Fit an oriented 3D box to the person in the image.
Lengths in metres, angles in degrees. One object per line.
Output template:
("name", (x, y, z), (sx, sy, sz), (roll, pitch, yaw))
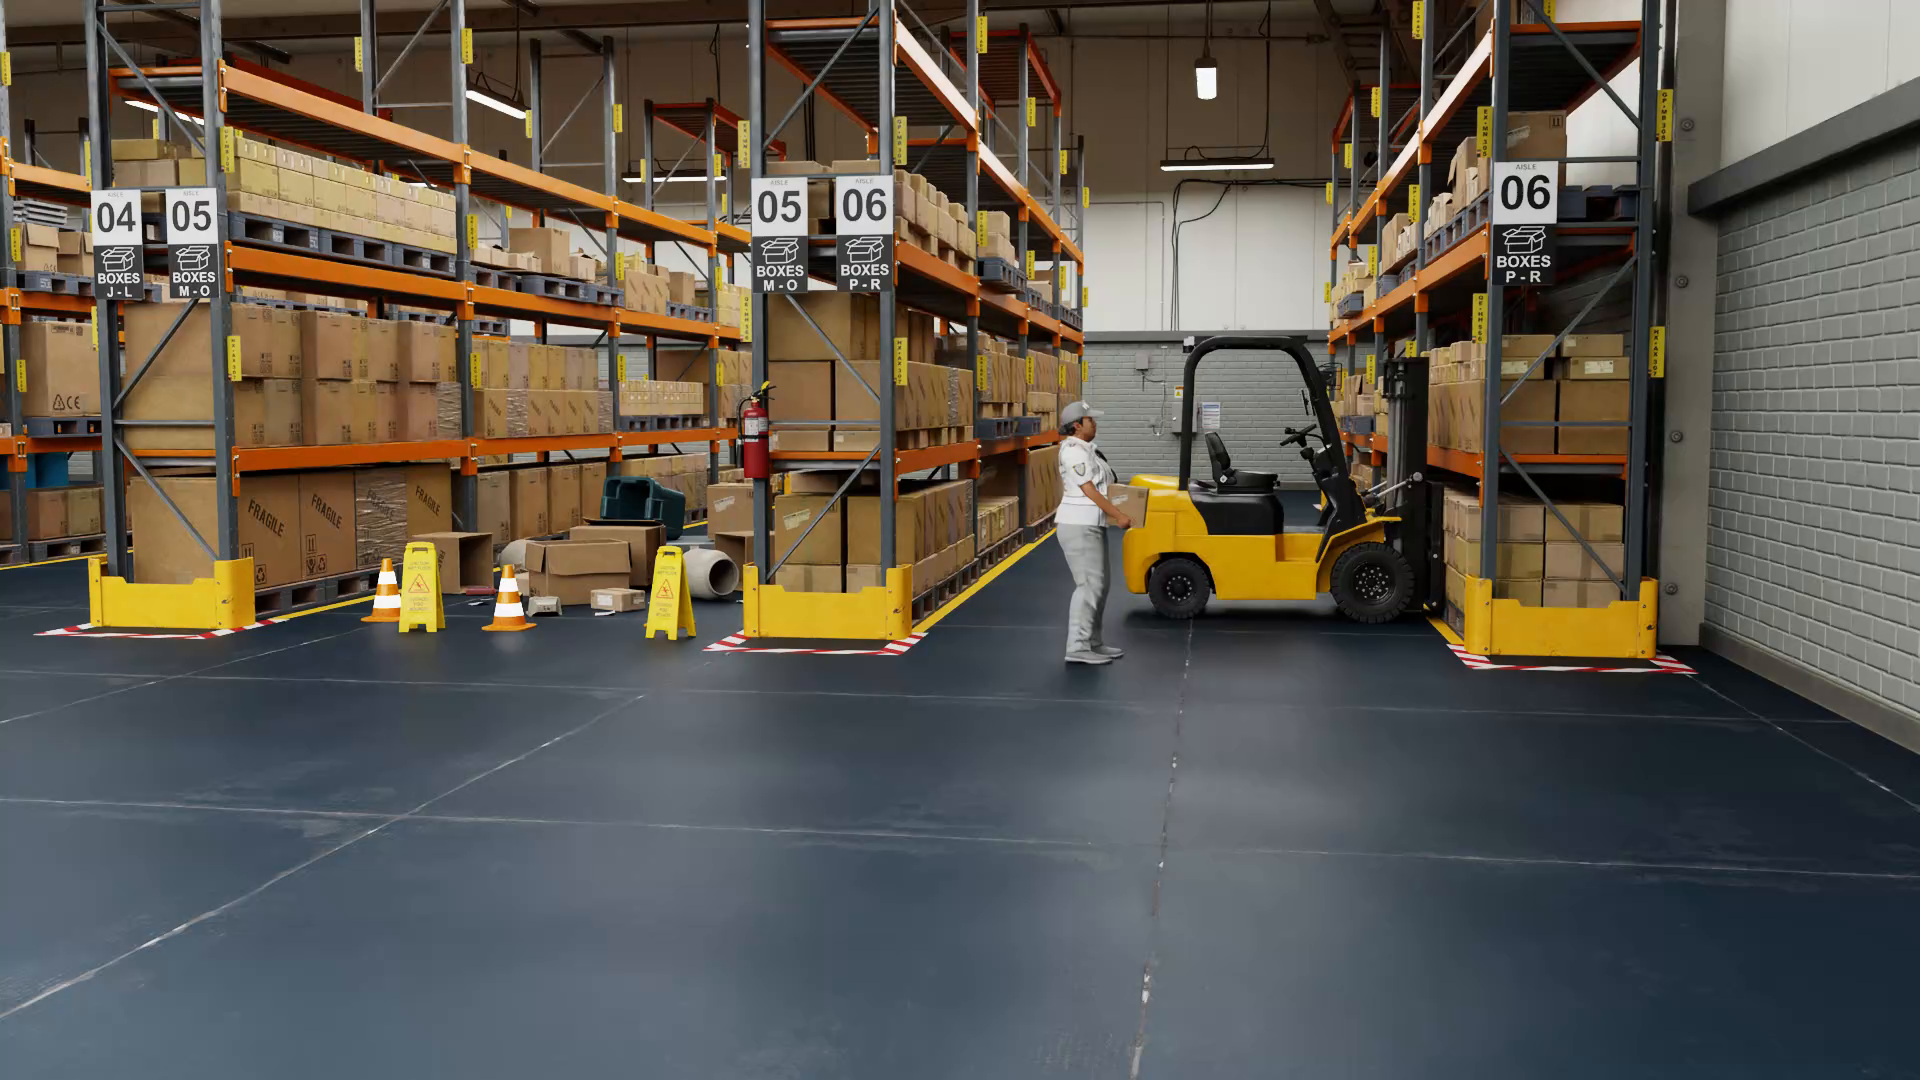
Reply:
("person", (0.870, -0.055, 10.630), (0.534, 1.653, 0.453), (1, 5, 9))
